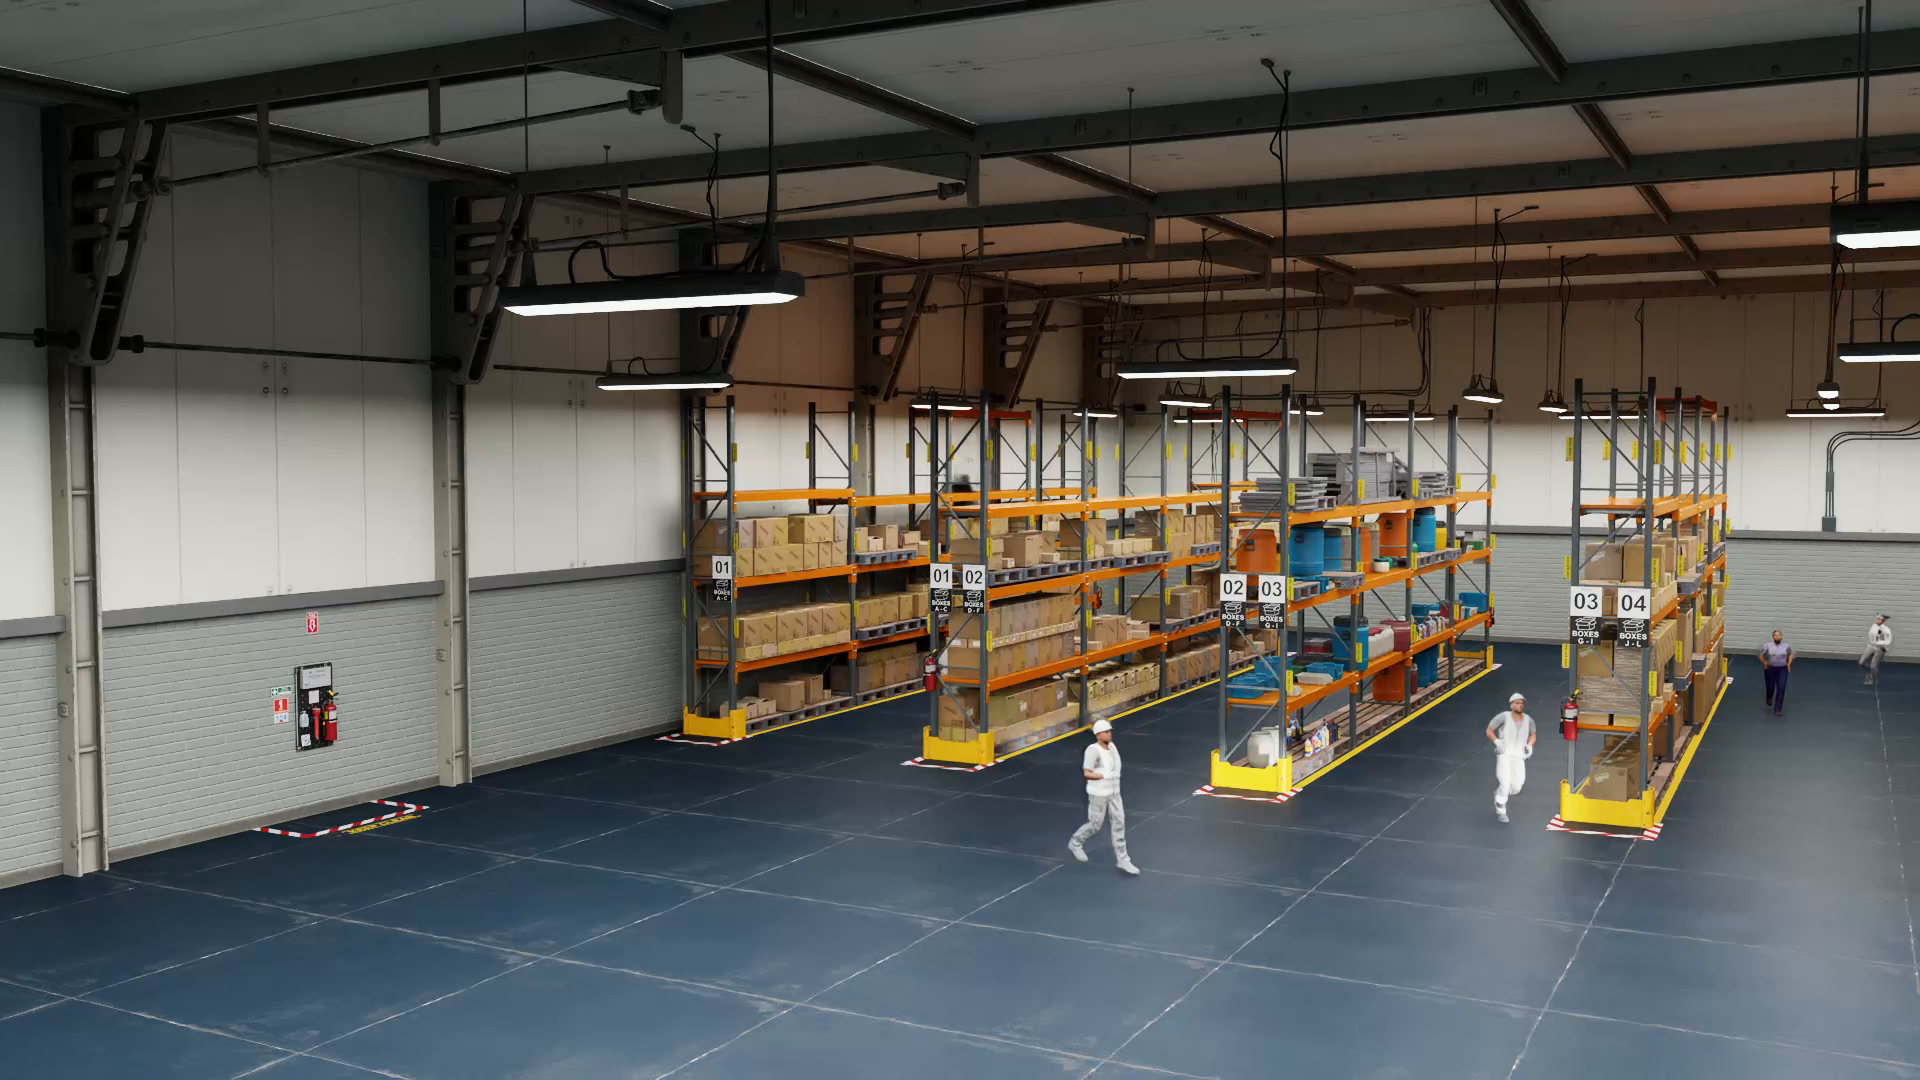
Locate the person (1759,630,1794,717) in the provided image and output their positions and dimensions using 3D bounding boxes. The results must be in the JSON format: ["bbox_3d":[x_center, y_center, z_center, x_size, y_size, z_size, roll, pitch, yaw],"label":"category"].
[{"bbox_3d":[15.617,2.532,31.815,0.608,1.633,0.801,1,3,21],"label":"person"}]

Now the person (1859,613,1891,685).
[{"bbox_3d":[19.530,2.327,35.474,0.559,1.591,0.707,-1,3,-19],"label":"person"}]

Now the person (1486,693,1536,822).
[{"bbox_3d":[7.542,2.949,22.738,0.690,1.730,0.653,0,3,1],"label":"person"}]

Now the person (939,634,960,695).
[{"bbox_3d":[-0.171,2.546,30.034,0.664,1.750,0.624,2,3,27],"label":"person"}]

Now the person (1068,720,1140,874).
[{"bbox_3d":[1.705,3.037,19.847,0.978,1.787,0.682,3,4,43],"label":"person"}]
